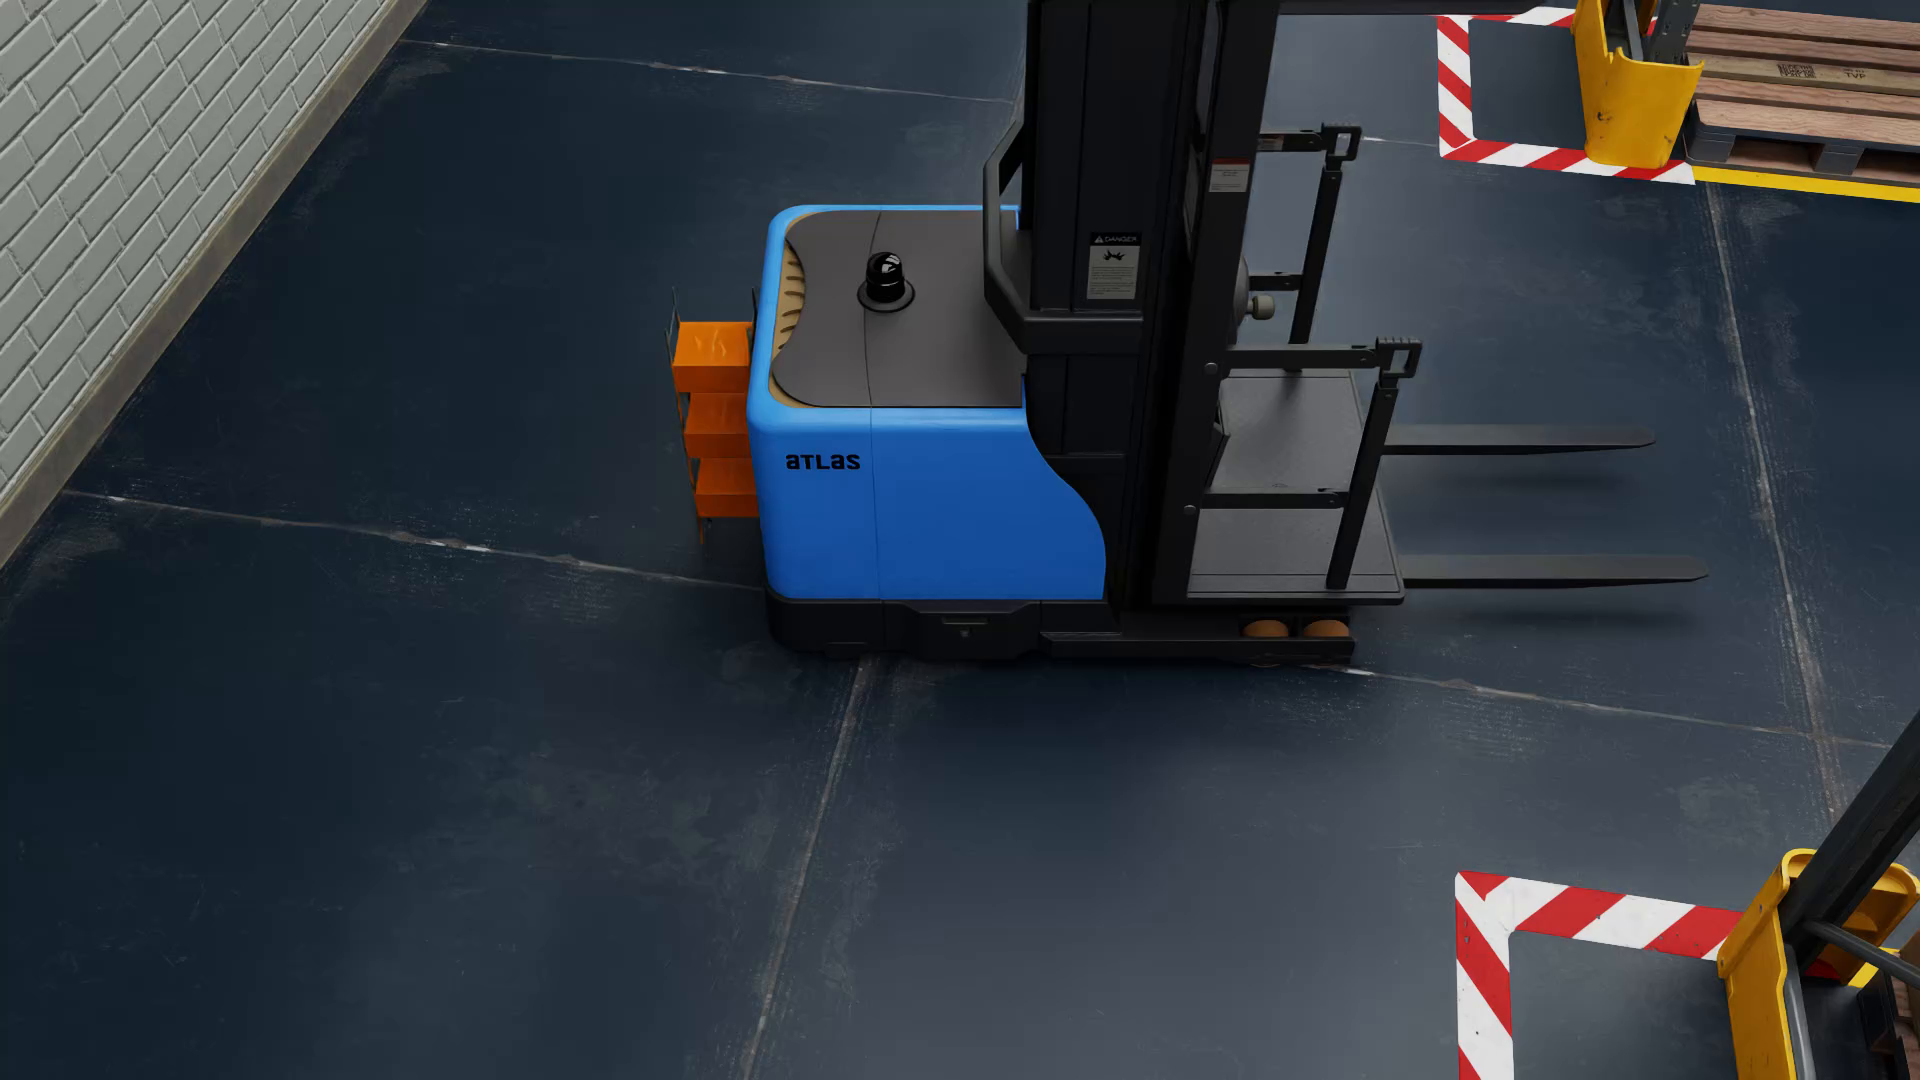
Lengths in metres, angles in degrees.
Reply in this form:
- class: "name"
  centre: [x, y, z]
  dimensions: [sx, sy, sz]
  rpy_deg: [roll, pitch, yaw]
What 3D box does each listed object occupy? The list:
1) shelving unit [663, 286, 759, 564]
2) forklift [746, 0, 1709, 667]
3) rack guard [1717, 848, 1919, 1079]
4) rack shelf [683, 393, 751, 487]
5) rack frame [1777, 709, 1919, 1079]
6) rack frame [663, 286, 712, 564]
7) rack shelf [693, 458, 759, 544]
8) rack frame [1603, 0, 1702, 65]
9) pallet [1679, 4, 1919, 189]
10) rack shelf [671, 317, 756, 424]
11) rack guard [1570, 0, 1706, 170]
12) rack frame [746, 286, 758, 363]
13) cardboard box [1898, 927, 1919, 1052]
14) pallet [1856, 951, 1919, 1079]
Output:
- class: "shelving unit"
  centre: [-0.748, -0.342, 5.351]
  dimensions: [0.252, 1.050, 0.215]
  rpy_deg: [0, 48, 0]
- class: "forklift"
  centre: [0.897, -0.967, 4.648]
  dimensions: [3.031, 2.935, 1.130]
  rpy_deg: [0, 48, 0]
- class: "rack guard"
  centre: [2.211, 1.418, 4.140]
  dimensions: [0.348, 0.500, 1.175]
  rpy_deg: [8, 49, 7]
- class: "rack shelf"
  centre: [-0.748, -0.335, 5.359]
  dimensions: [0.240, 0.259, 0.215]
  rpy_deg: [0, 48, 0]
- class: "rack frame"
  centre: [2.136, 0.572, 3.219]
  dimensions: [0.127, 3.000, 1.000]
  rpy_deg: [8, 49, 7]
- class: "rack frame"
  centre: [-0.870, -0.342, 5.351]
  dimensions: [0.008, 1.050, 0.200]
  rpy_deg: [0, 48, 0]
- class: "rack shelf"
  centre: [-0.748, -0.149, 5.566]
  dimensions: [0.240, 0.259, 0.215]
  rpy_deg: [0, 48, 0]
- class: "rack frame"
  centre: [3.021, -3.053, 6.477]
  dimensions: [0.127, 3.000, 1.000]
  rpy_deg: [8, 49, 7]
- class: "pallet"
  centre: [3.825, -1.984, 7.390]
  dimensions: [1.213, 0.211, 1.003]
  rpy_deg: [8, 49, 7]
- class: "rack shelf"
  centre: [-0.748, -0.524, 5.148]
  dimensions: [0.240, 0.259, 0.215]
  rpy_deg: [0, 48, 0]
- class: "rack guard"
  centre: [2.995, -2.211, 7.401]
  dimensions: [0.348, 0.500, 1.175]
  rpy_deg: [8, 49, 7]
- class: "rack frame"
  centre: [-0.626, -0.342, 5.351]
  dimensions: [0.008, 1.050, 0.200]
  rpy_deg: [0, 48, 0]
- class: "cardboard box"
  centre: [2.715, 1.152, 4.083]
  dimensions: [0.500, 0.500, 0.500]
  rpy_deg: [8, 49, 7]
- class: "pallet"
  centre: [2.996, 1.619, 4.154]
  dimensions: [1.213, 0.211, 1.003]
  rpy_deg: [8, 49, 7]
